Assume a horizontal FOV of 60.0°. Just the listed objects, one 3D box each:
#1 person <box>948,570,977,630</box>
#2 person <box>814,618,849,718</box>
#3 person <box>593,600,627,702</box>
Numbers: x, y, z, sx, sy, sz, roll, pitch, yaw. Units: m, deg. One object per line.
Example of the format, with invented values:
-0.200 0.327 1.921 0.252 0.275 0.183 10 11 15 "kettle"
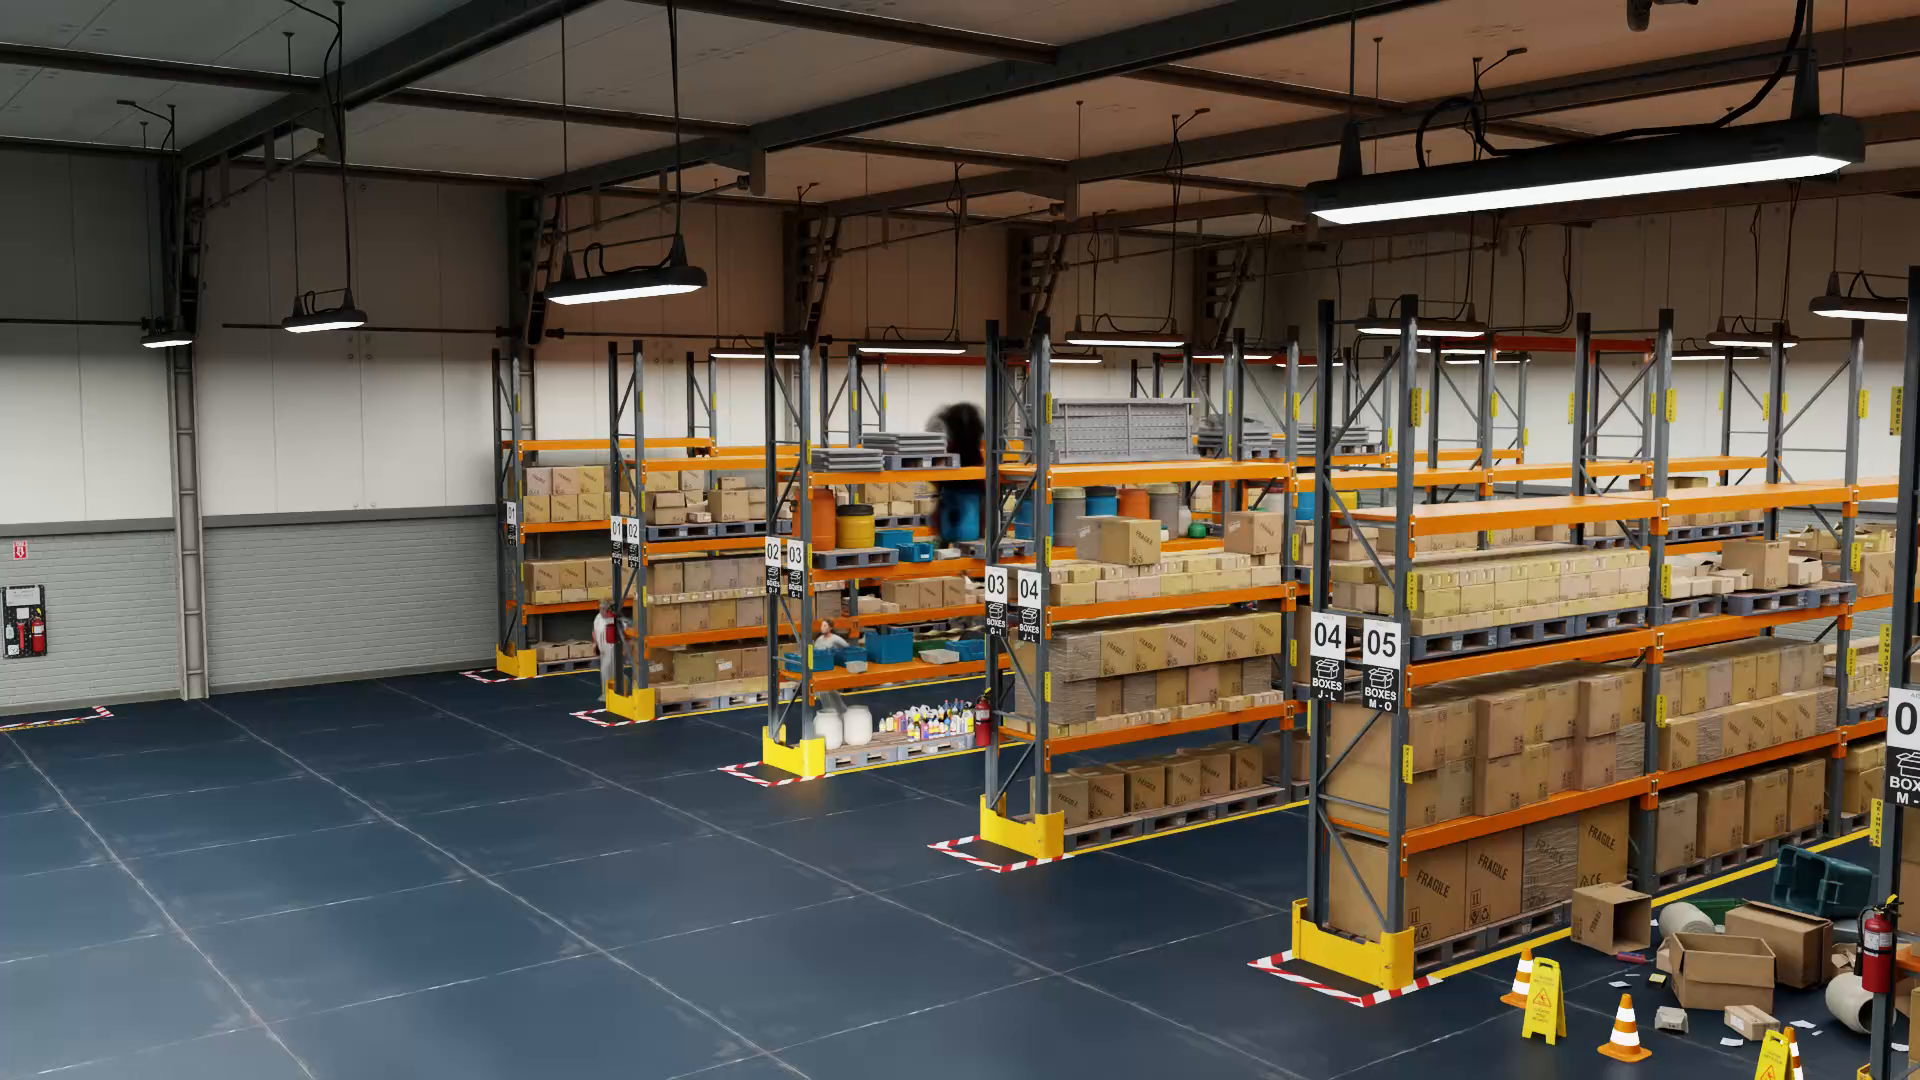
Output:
0.073 1.350 33.969 0.739 1.707 0.604 -4 6 -35 "person"
-2.042 2.061 25.903 0.792 1.690 0.510 -5 7 -44 "person"
-5.872 1.842 28.220 0.667 1.719 0.806 3 6 32 "person"
